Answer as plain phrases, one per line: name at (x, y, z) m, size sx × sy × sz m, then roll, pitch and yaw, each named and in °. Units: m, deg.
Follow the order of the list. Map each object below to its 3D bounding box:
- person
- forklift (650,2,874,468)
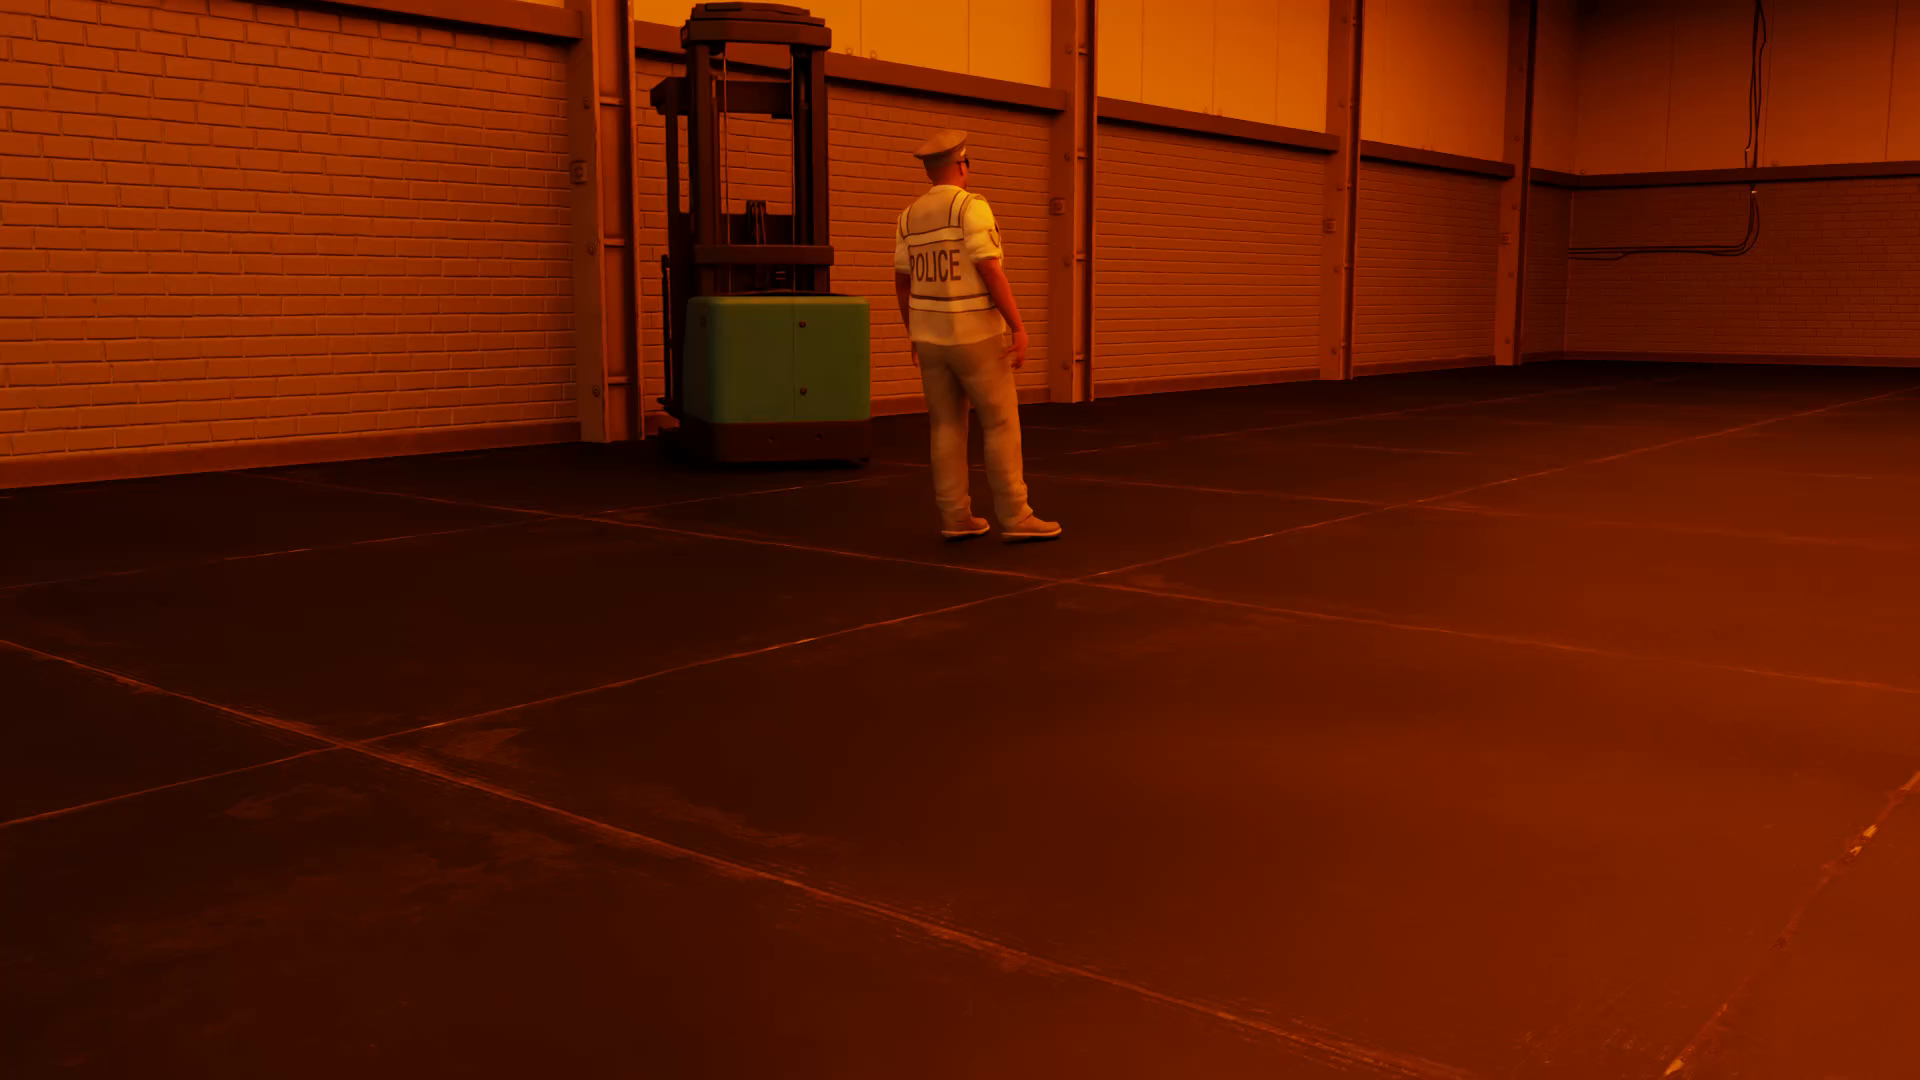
person at (0.058, -0.897, 7.328) m, size 0.641 × 1.780 × 0.574 m, roll 7°, pitch 11°, yaw 38°
forklift at (-1.501, -2.075, 11.464) m, size 1.130 × 2.935 × 3.031 m, roll -3°, pitch 9°, yaw -19°
